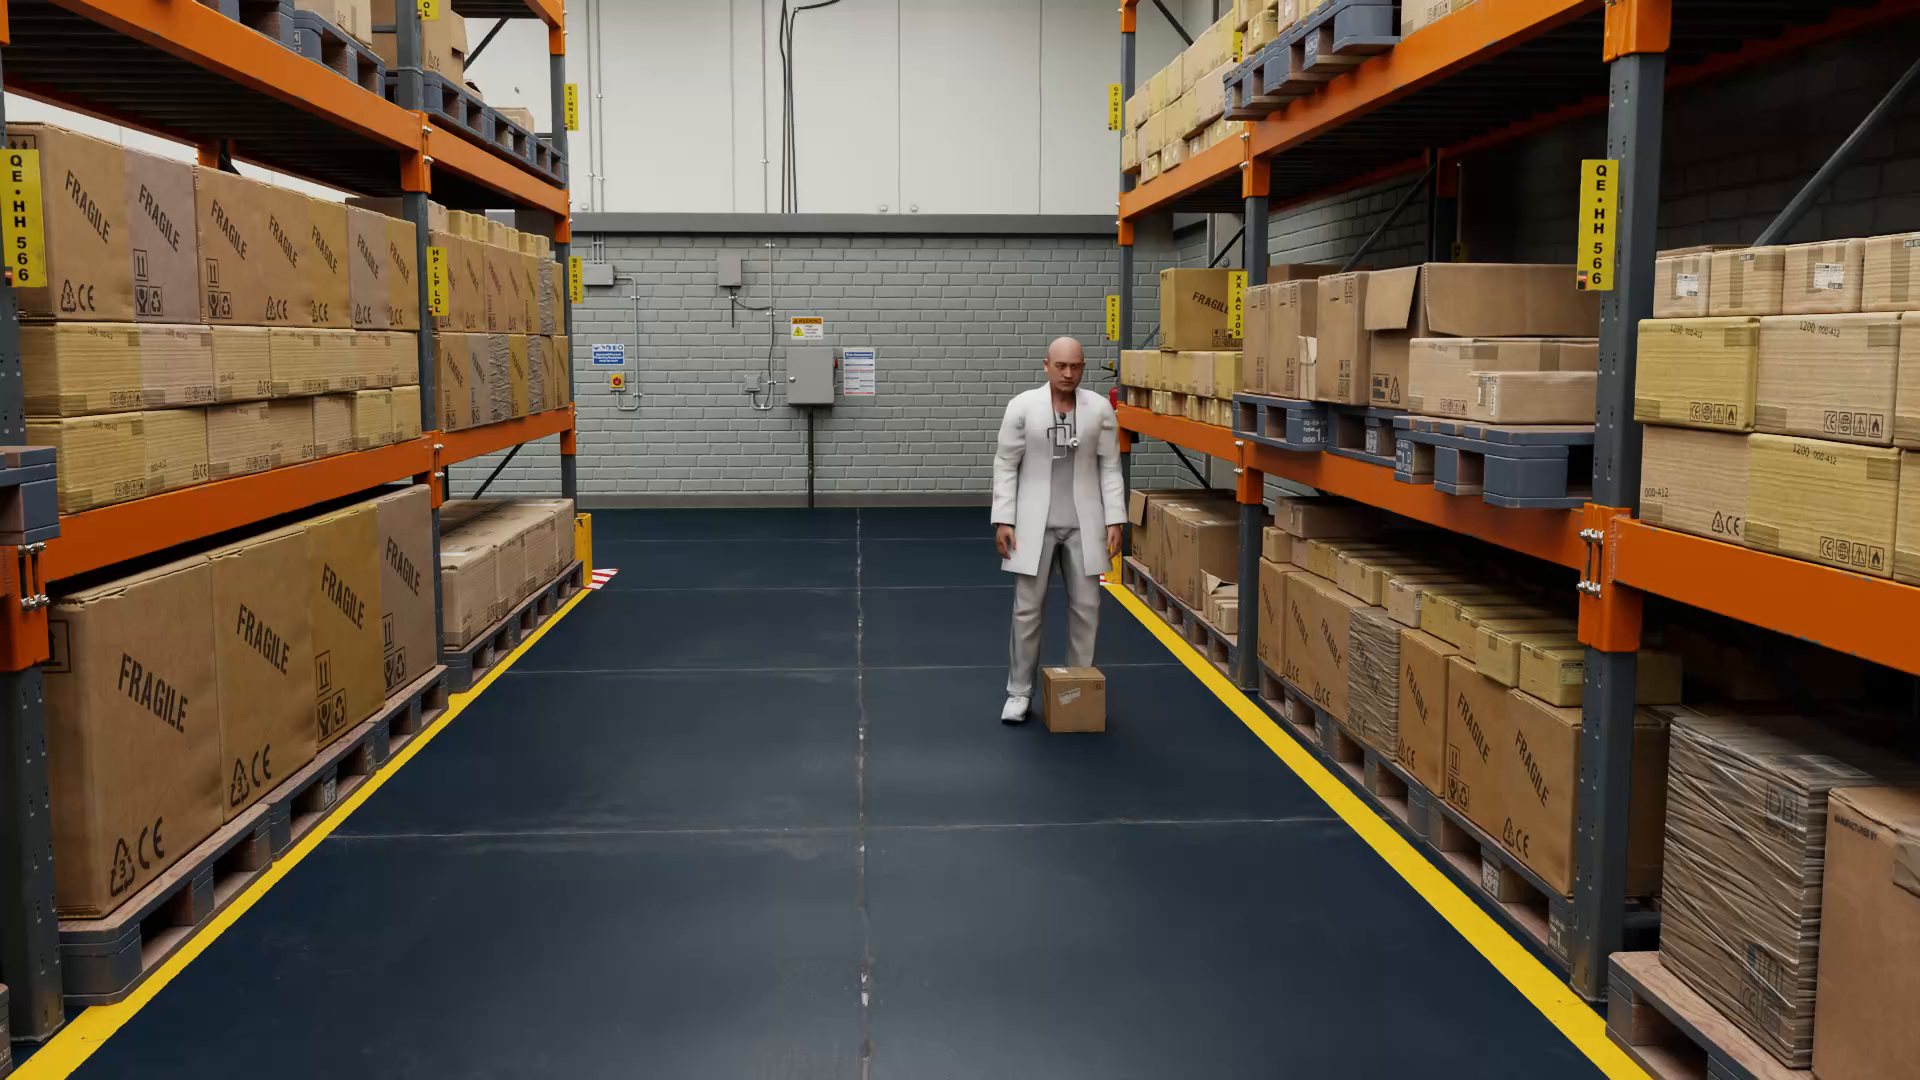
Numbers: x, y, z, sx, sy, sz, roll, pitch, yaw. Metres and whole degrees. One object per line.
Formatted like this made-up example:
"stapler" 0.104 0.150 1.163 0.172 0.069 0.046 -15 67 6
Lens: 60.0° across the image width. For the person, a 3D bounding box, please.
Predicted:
"person" 0.462 -0.055 7.764 0.645 1.774 0.428 -1 7 -5
